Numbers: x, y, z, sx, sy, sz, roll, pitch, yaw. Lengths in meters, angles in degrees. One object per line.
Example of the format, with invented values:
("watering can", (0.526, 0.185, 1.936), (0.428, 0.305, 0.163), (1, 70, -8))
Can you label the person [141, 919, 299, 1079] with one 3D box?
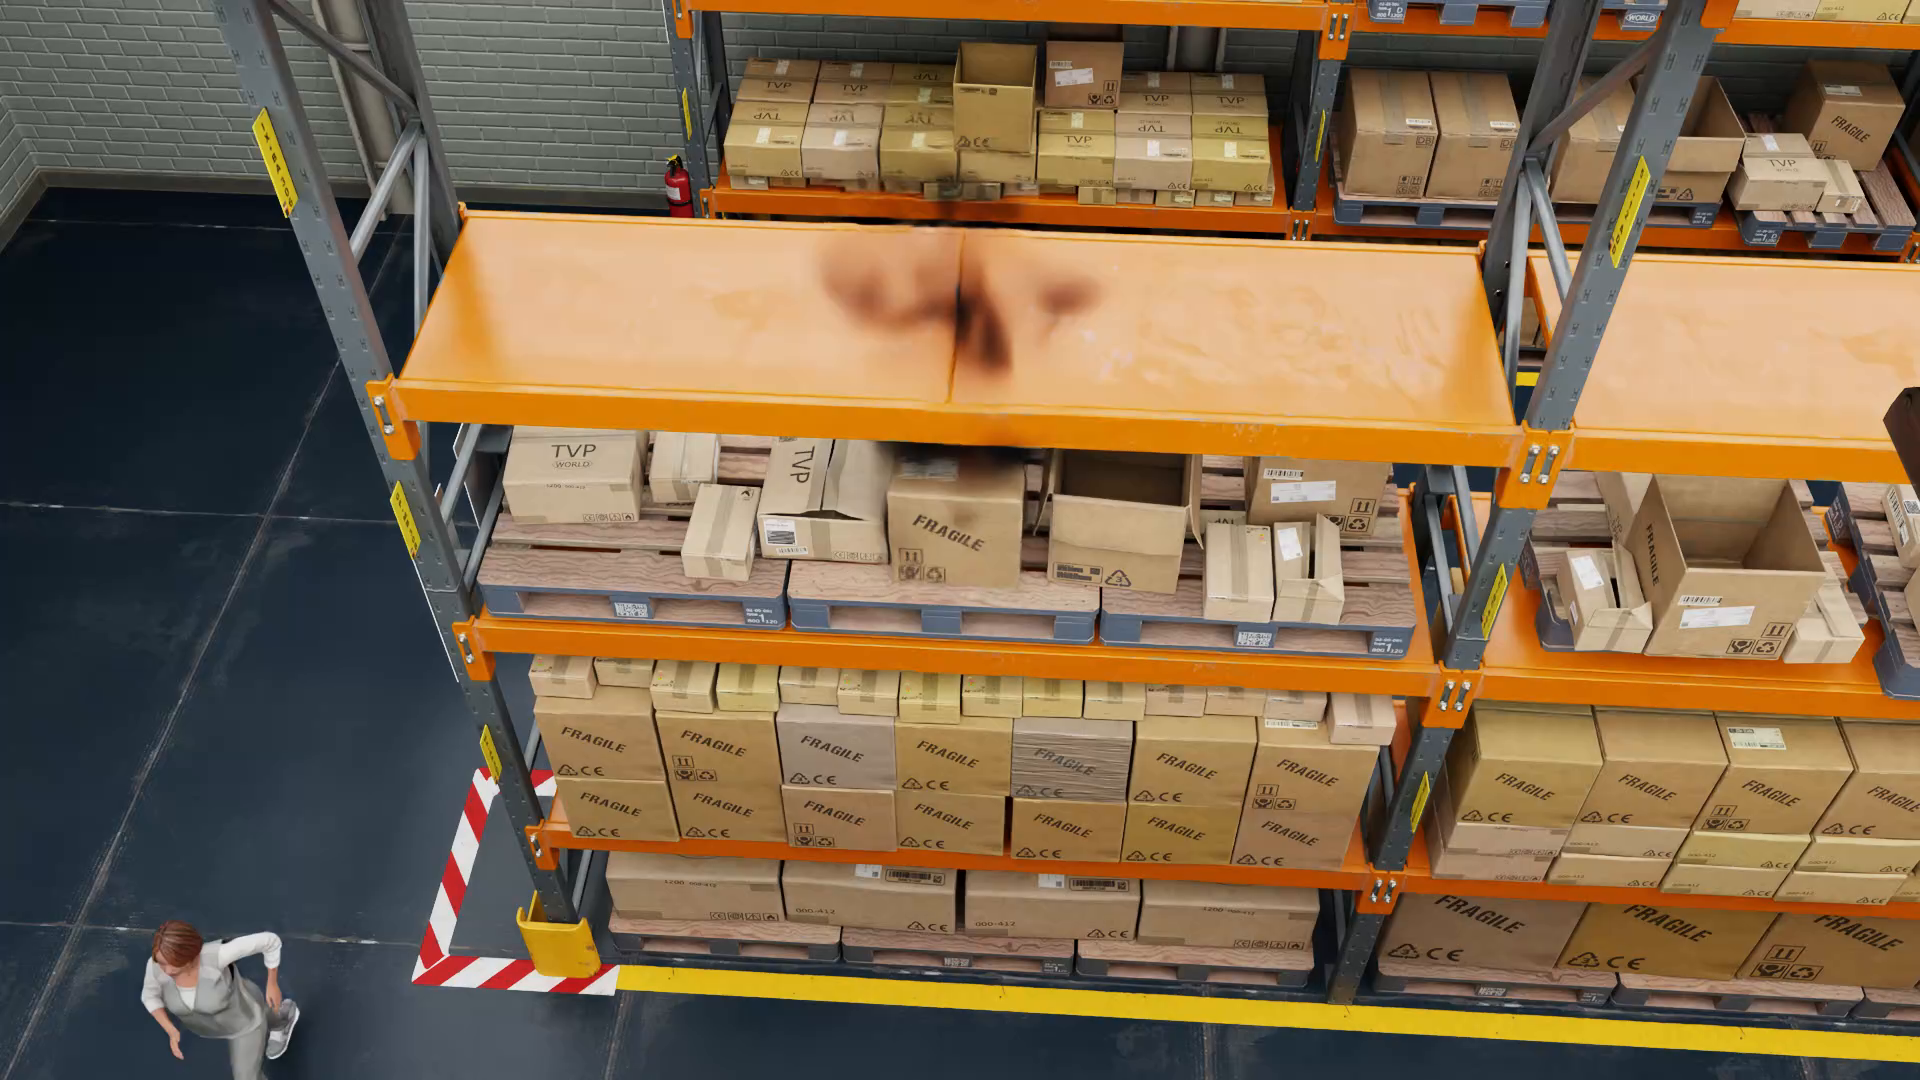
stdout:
("person", (-3.361, 2.184, 7.674), (0.552, 1.636, 0.732), (5, 48, 4))
